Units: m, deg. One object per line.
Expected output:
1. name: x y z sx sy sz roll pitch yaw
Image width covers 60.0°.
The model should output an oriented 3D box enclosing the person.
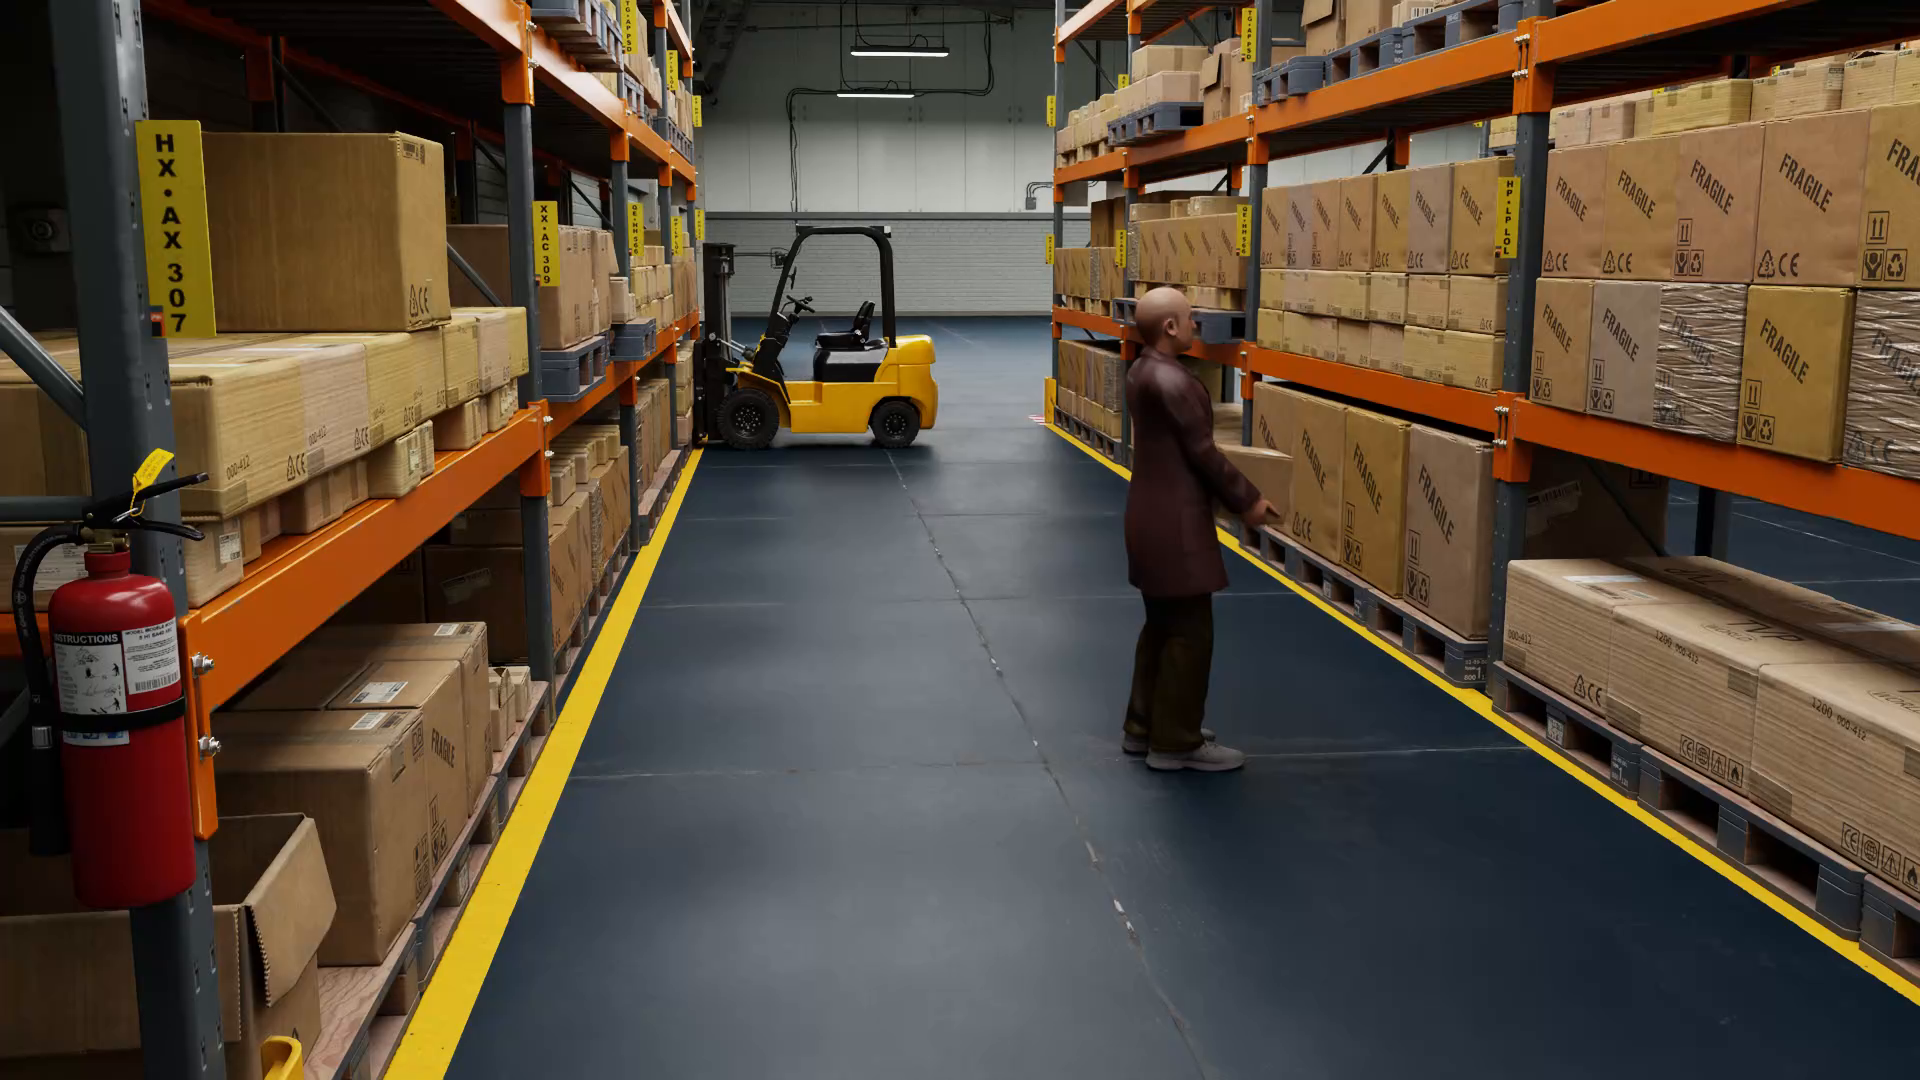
1. person: 0.888 -0.042 6.197 0.543 1.778 0.522 -1 10 -6
